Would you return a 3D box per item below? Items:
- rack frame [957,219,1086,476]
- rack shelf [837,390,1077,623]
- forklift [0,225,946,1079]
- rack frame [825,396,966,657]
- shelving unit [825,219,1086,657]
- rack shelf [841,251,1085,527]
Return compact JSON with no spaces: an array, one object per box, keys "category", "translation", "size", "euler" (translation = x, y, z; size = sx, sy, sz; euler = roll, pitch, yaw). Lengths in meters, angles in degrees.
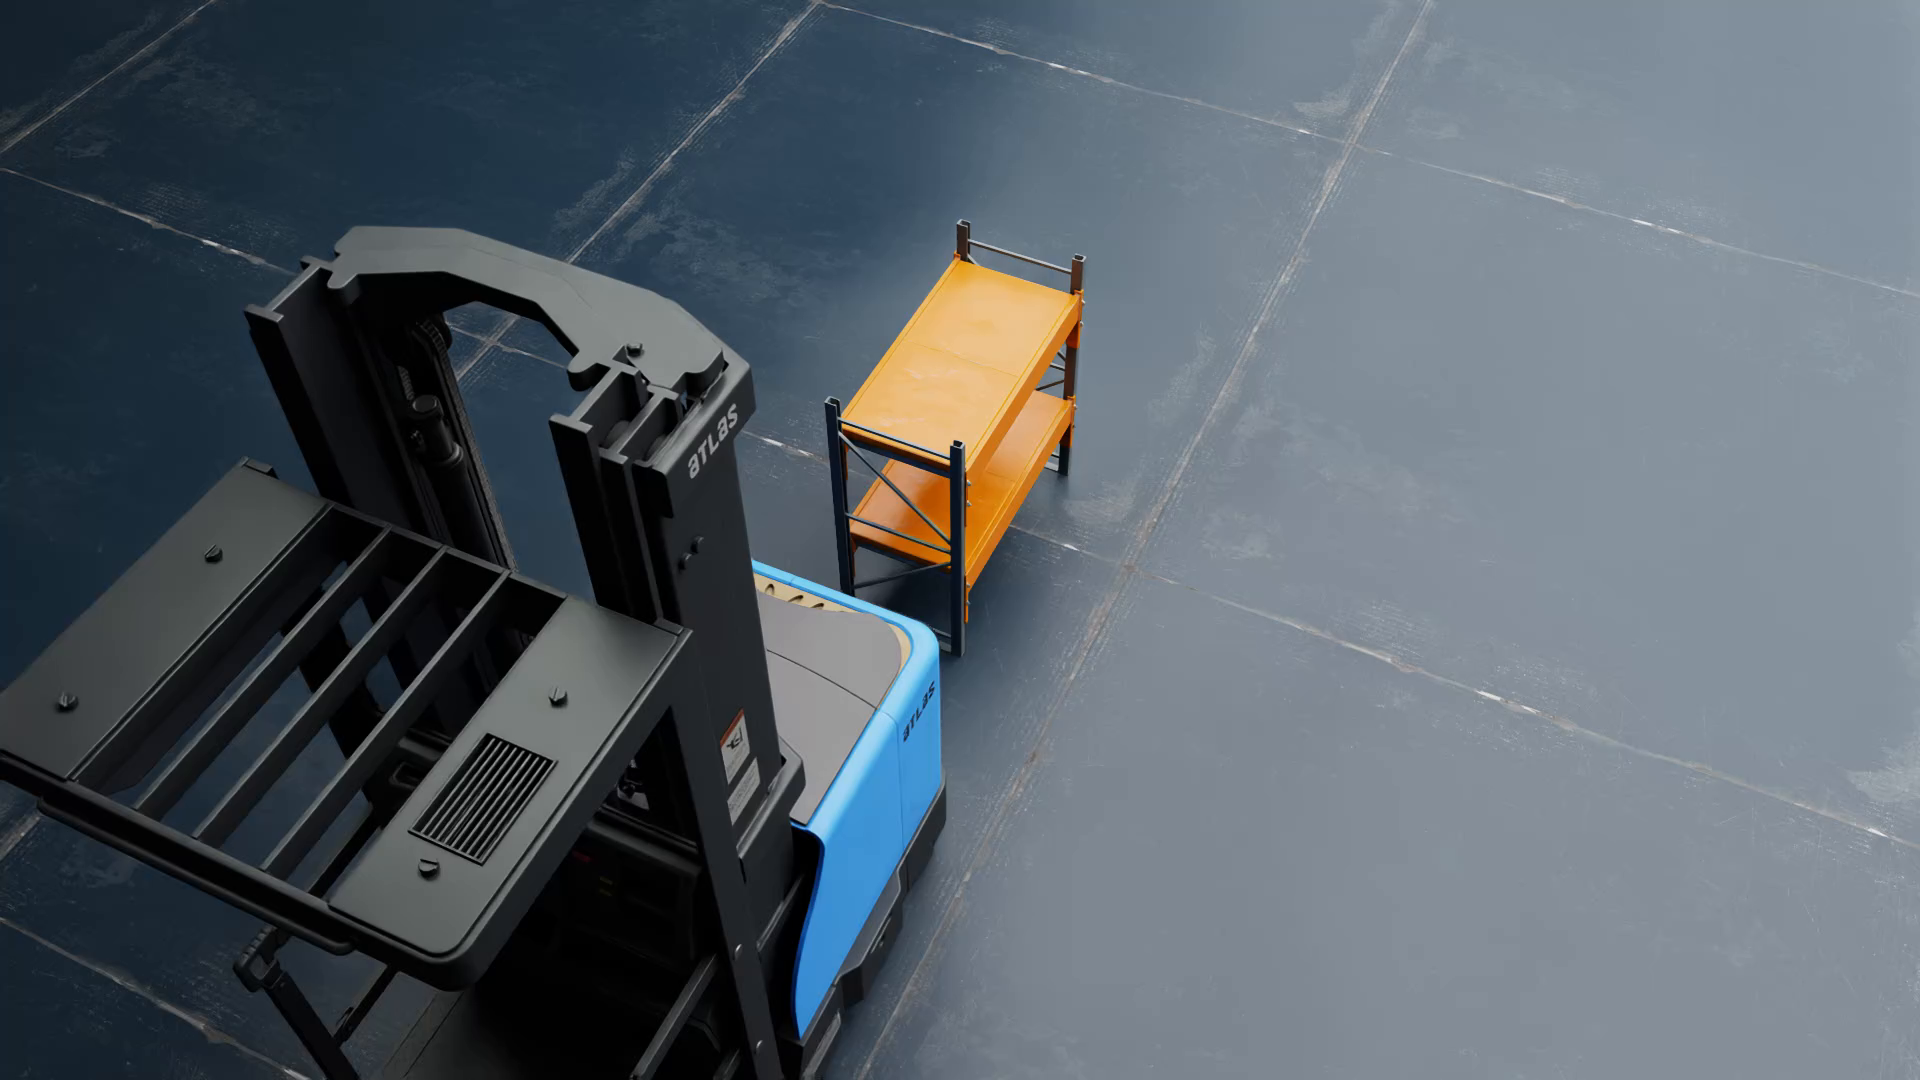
[{"category":"rack frame","translation":[0.220,-0.719,6.439],"size":[0.500,1.125,0.032],"euler":[20,52,16]},{"category":"rack shelf","translation":[0.003,-0.211,6.327],"size":[0.538,0.278,1.000],"euler":[20,52,16]},{"category":"forklift","translation":[-1.126,0.875,3.896],"size":[1.130,2.935,3.031],"euler":[19,52,16]},{"category":"rack frame","translation":[-0.214,-0.019,5.843],"size":[0.500,1.125,0.032],"euler":[20,52,16]},{"category":"shelving unit","translation":[0.003,-0.369,6.141],"size":[0.538,1.125,1.048],"euler":[20,52,16]},{"category":"rack shelf","translation":[0.003,-0.559,5.918],"size":[0.538,0.278,1.000],"euler":[20,52,16]}]
